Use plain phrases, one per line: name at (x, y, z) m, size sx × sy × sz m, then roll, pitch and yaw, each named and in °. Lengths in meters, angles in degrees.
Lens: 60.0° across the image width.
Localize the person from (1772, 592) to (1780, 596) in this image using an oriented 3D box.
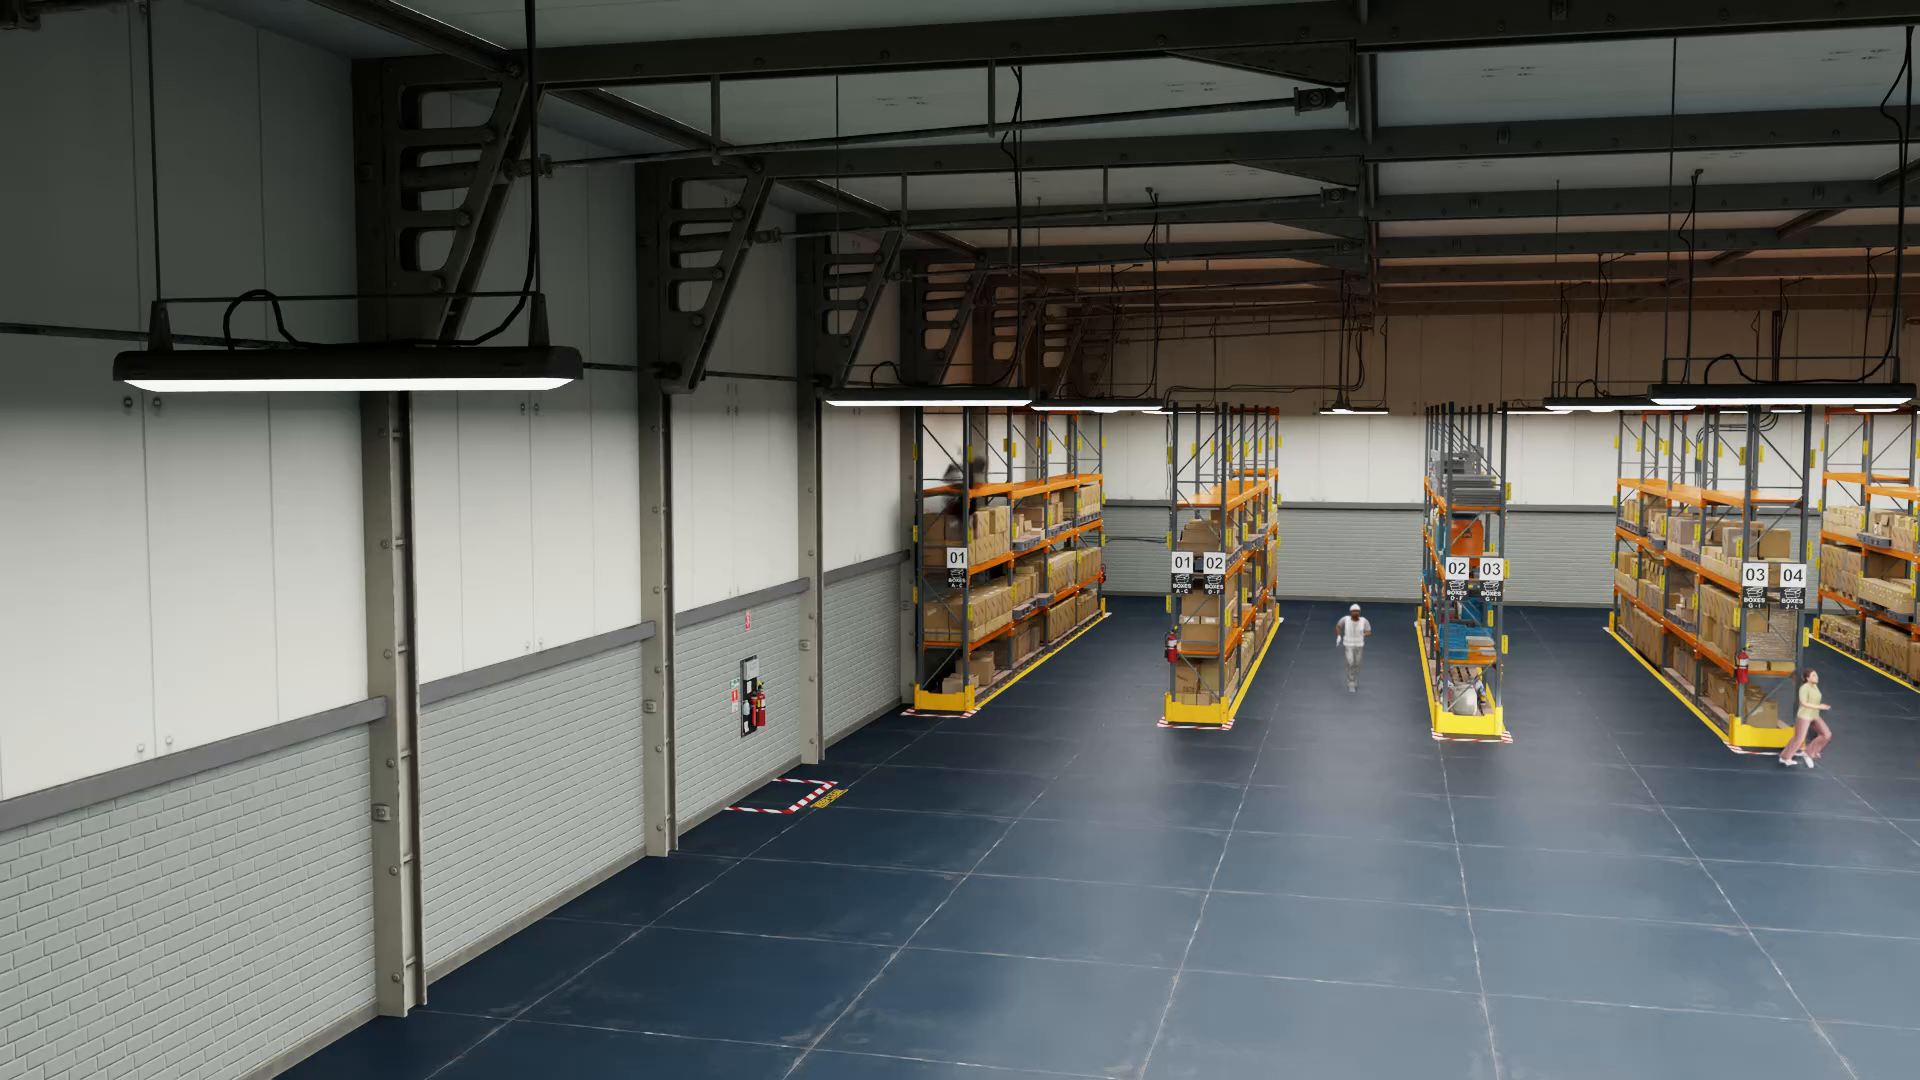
person at (21.224, 1.645, 43.812) m, size 0.742 × 1.694 × 0.694 m, roll 2°, pitch 5°, yaw 28°

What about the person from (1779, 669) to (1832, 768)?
person at (13.782, 2.886, 27.022) m, size 0.589 × 1.622 × 0.805 m, roll -2°, pitch 5°, yaw -30°

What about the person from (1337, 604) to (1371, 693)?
person at (8.247, 2.255, 34.818) m, size 0.661 × 1.842 × 0.882 m, roll 0°, pitch 4°, yaw 1°
